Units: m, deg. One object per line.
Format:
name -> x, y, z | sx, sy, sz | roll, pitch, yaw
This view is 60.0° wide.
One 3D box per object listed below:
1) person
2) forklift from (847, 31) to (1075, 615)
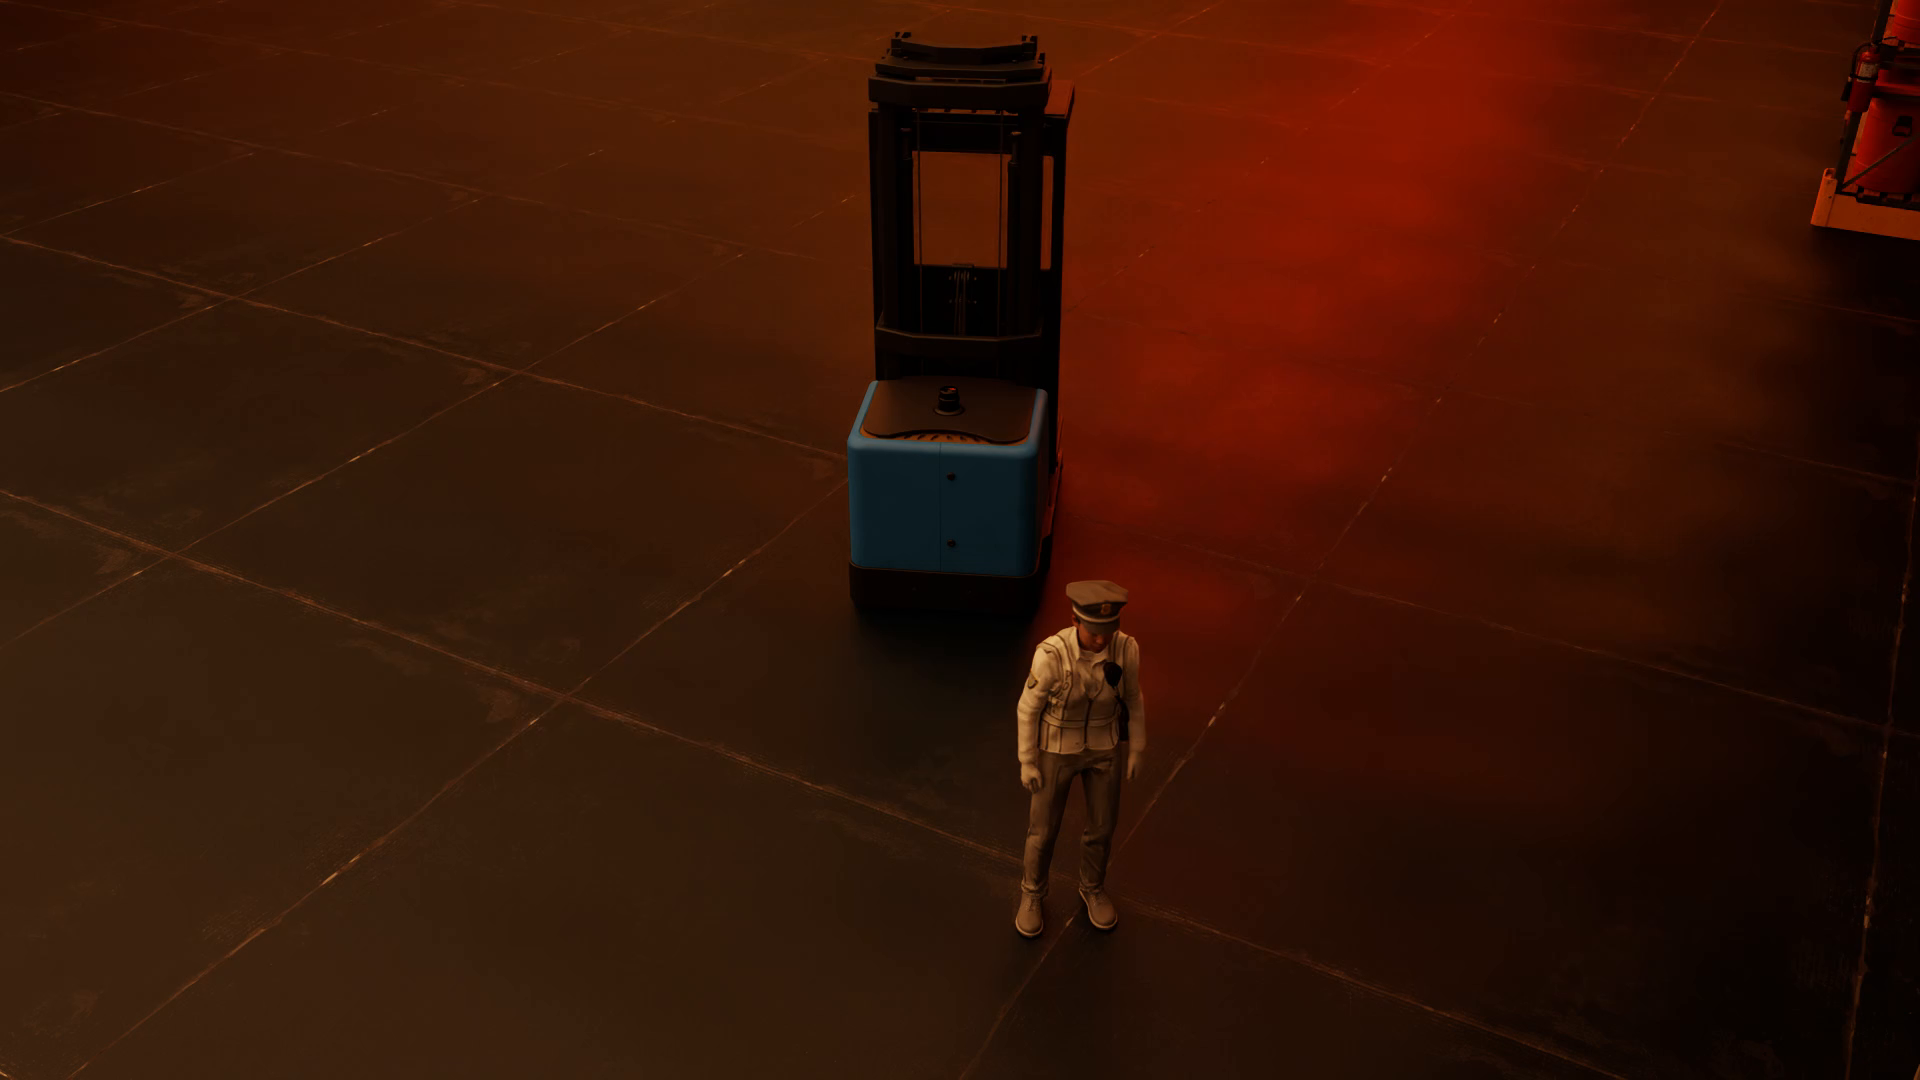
person -> 0.495, 0.878, 6.817 | 0.547, 1.667, 0.369 | -5, 30, -9
forklift -> 0.072, -1.572, 9.794 | 1.130, 2.935, 3.031 | 3, 30, 6
